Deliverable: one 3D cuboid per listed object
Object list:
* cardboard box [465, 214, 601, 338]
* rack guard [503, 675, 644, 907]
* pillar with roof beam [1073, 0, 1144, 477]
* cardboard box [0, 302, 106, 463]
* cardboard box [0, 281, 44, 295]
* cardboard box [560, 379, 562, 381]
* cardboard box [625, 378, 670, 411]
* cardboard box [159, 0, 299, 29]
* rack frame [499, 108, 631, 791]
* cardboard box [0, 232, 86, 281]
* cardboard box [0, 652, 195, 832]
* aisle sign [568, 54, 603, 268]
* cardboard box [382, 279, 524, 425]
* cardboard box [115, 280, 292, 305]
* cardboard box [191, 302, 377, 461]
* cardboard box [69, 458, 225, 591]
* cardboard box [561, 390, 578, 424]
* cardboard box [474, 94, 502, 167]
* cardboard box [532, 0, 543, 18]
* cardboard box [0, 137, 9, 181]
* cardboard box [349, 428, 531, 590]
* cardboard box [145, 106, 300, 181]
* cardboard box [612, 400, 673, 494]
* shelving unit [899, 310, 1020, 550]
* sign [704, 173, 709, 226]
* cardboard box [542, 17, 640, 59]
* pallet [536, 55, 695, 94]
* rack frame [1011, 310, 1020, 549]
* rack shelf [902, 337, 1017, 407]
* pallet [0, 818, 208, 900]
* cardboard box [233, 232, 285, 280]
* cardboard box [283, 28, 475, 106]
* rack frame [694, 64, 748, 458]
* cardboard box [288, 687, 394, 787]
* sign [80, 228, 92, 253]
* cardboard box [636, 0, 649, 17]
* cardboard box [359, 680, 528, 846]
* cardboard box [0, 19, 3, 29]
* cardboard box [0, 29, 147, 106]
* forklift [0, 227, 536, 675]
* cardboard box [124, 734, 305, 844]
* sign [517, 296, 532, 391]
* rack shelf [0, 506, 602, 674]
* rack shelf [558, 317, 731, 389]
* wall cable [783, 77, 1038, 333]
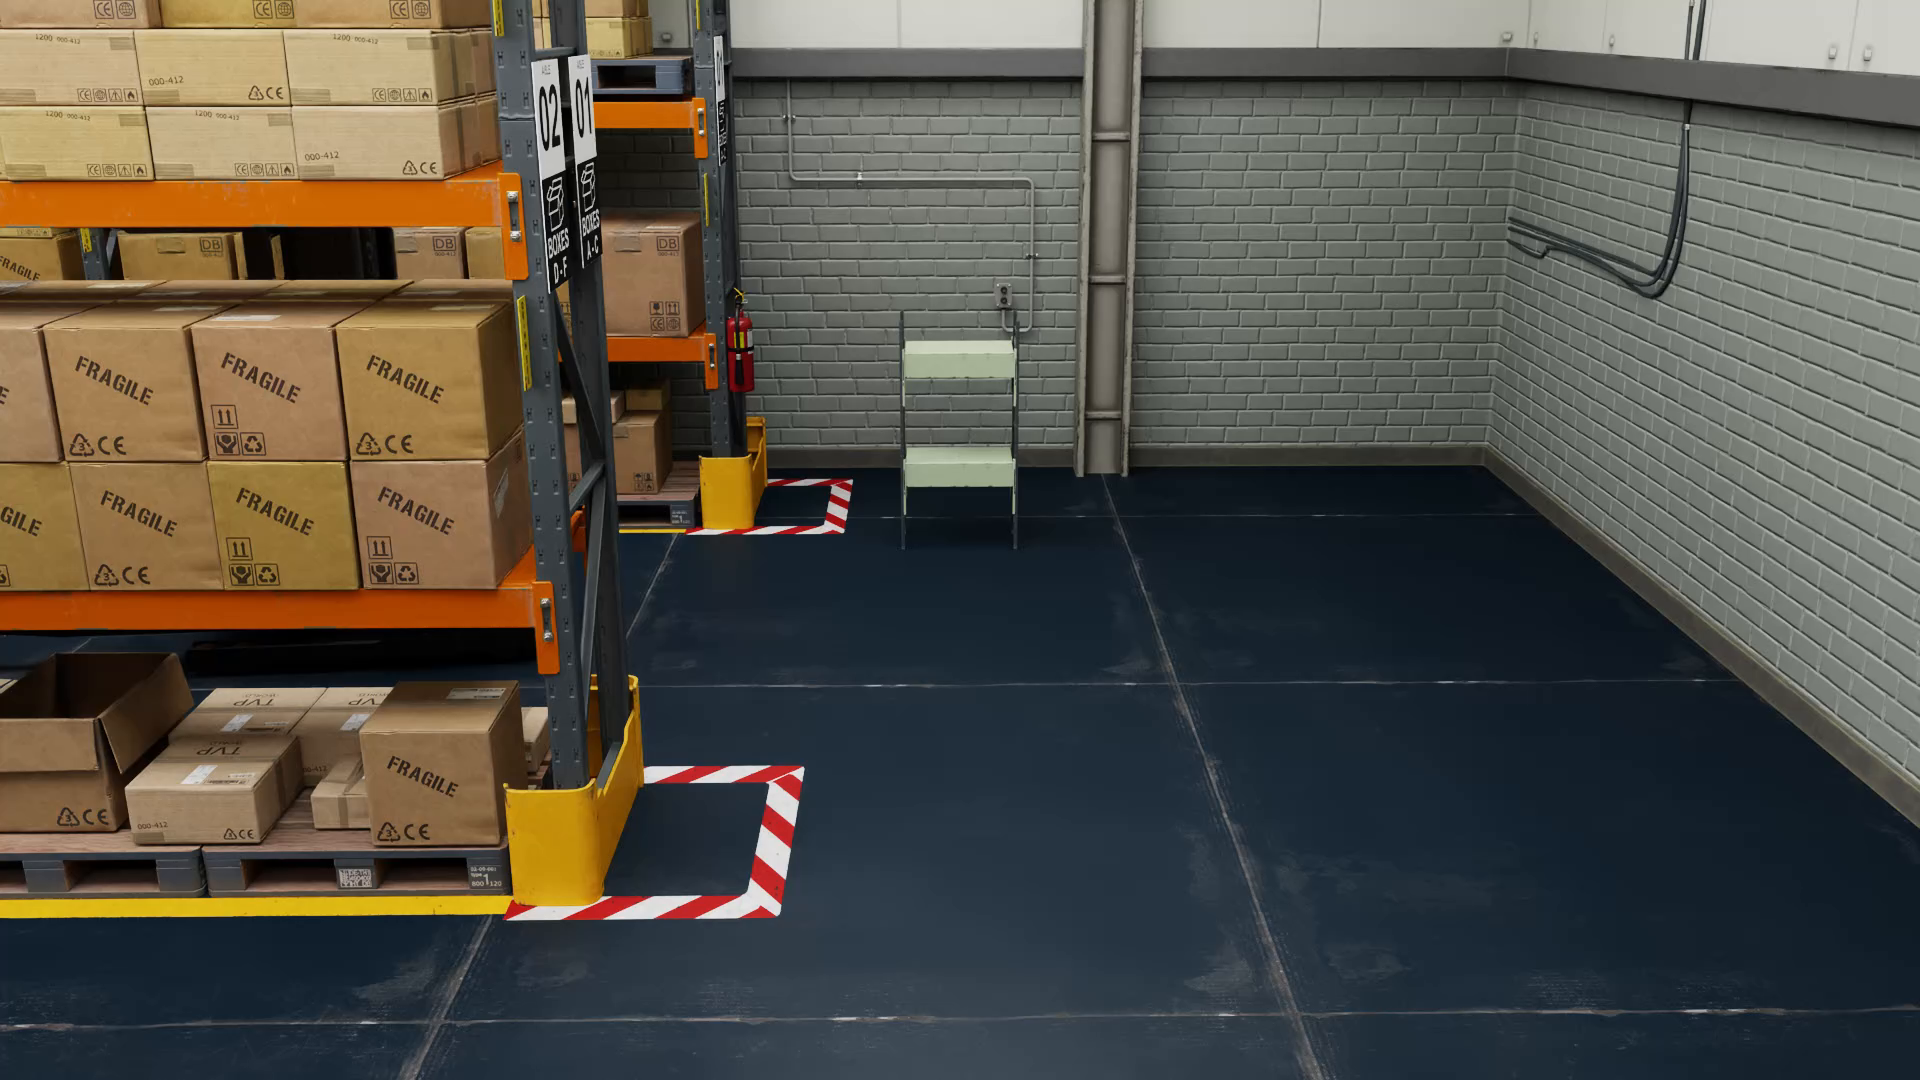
[{"bbox_3d":[-2.851,-1.808,11.282,0.700,0.700,0.980,0,18,-1],"label":"cardboard box"},{"bbox_3d":[-1.608,1.026,7.030,0.348,0.500,1.175,0,18,-1],"label":"rack guard"},{"bbox_3d":[1.140,-3.496,7.215,0.400,9.000,9.100,0,18,-1],"label":"pillar with roof beam"},{"bbox_3d":[-3.509,-0.593,6.185,0.500,0.500,0.500,0,18,1],"label":"cardboard box"},{"bbox_3d":[-4.014,-0.756,6.693,0.500,0.500,0.500,0,18,0],"label":"cardboard box"},{"bbox_3d":[-2.947,-1.020,11.660,0.250,0.149,0.380,0,18,0],"label":"cardboard box"},{"bbox_3d":[-2.190,-1.024,11.671,0.250,0.149,0.380,0,18,0],"label":"cardboard box"},{"bbox_3d":[-2.546,-2.133,6.073,0.500,0.500,0.700,0,18,-1],"label":"cardboard box"},{"bbox_3d":[-1.532,-0.165,6.650,0.127,3.000,1.000,0,18,-1],"label":"rack frame"},{"bbox_3d":[-6.071,-1.778,10.995,0.500,0.500,0.500,-1,18,-2],"label":"cardboard box"},{"bbox_3d":[-3.653,0.823,6.937,0.637,0.503,0.797,0,18,-1],"label":"cardboard box"},{"bbox_3d":[-1.468,-1.492,6.533,0.004,0.787,0.394,0,18,-1],"label":"aisle sign"},{"bbox_3d":[-1.980,-0.767,6.726,0.500,0.500,0.500,0,18,1],"label":"cardboard box"},{"bbox_3d":[-3.002,-0.761,6.708,0.500,0.500,0.500,0,18,0],"label":"cardboard box"},{"bbox_3d":[-2.477,-0.599,6.205,0.500,0.500,0.500,0,18,1],"label":"cardboard box"},{"bbox_3d":[-2.993,-0.123,6.355,0.500,0.500,0.500,0,18,0],"label":"cardboard box"},{"bbox_3d":[-2.693,-0.904,11.299,0.250,0.149,0.380,0,18,1],"label":"cardboard box"},{"bbox_3d":[-2.049,-1.597,6.449,0.500,0.250,0.500,0,18,-1],"label":"cardboard box"},{"bbox_3d":[-2.842,-3.553,10.469,0.500,0.500,0.500,0,18,1],"label":"cardboard box"},{"bbox_3d":[-3.541,-1.435,5.947,0.500,0.250,0.500,0,18,-1],"label":"cardboard box"},{"bbox_3d":[-1.975,-0.127,6.369,0.500,0.500,0.500,0,18,1],"label":"cardboard box"},{"bbox_3d":[-2.541,-1.439,5.959,0.500,0.250,0.500,0,18,-1],"label":"cardboard box"},{"bbox_3d":[-2.312,-0.653,11.578,0.500,0.500,0.700,0,18,-1],"label":"cardboard box"},{"bbox_3d":[-0.007,-0.714,10.818,0.755,1.500,0.431,0,18,-1],"label":"shelving unit"},{"bbox_3d":[-1.619,-2.176,10.636,0.005,0.325,0.100,0,18,-1],"label":"sign"},{"bbox_3d":[-2.342,-3.197,10.588,0.500,0.250,0.500,0,18,1],"label":"cardboard box"},{"bbox_3d":[-2.355,-3.057,10.900,1.213,0.211,1.003,0,18,-1],"label":"pallet"},{"bbox_3d":[0.359,-0.716,10.824,0.023,1.500,0.400,0,18,-1],"label":"rack frame"},{"bbox_3d":[-0.007,-1.086,10.699,0.720,0.370,0.431,0,18,-1],"label":"rack shelf"},{"bbox_3d":[-3.622,1.173,7.046,1.213,0.211,1.003,0,18,-1],"label":"pallet"},{"bbox_3d":[-4.341,-1.800,11.258,0.700,0.700,0.980,-1,18,-2],"label":"cardboard box"},{"bbox_3d":[-2.041,-1.679,5.888,0.500,0.250,0.500,0,18,-1],"label":"cardboard box"},{"bbox_3d":[-1.614,-1.677,11.366,0.127,3.000,1.000,0,18,-1],"label":"rack frame"},{"bbox_3d":[-2.580,0.854,7.257,0.500,0.250,0.500,0,18,-1],"label":"cardboard box"},{"bbox_3d":[-5.595,-2.006,10.625,0.005,0.325,0.100,0,18,-1],"label":"sign"},{"bbox_3d":[-2.347,-3.709,10.956,0.500,0.500,0.500,-1,18,-3],"label":"cardboard box"},{"bbox_3d":[-2.071,0.894,6.722,0.500,0.500,0.500,0,18,-1],"label":"cardboard box"},{"bbox_3d":[-3.546,-2.124,6.045,0.500,0.500,0.700,0,18,-1],"label":"cardboard box"},{"bbox_3d":[-3.041,-1.675,5.876,0.500,0.250,0.500,0,18,-1],"label":"cardboard box"},{"bbox_3d":[-3.771,-0.849,8.895,3.031,2.935,1.130,-2,18,-6],"label":"forklift"},{"bbox_3d":[-3.022,1.009,6.774,0.500,0.250,0.500,0,18,-1],"label":"cardboard box"},{"bbox_3d":[-1.543,-0.697,5.896,0.005,0.325,0.100,0,18,-1],"label":"sign"},{"bbox_3d":[-3.531,0.188,6.730,4.000,0.370,1.077,0,18,-1],"label":"rack shelf"},{"bbox_3d":[-3.613,-1.325,11.446,4.000,0.370,1.077,0,18,-1],"label":"rack shelf"},{"bbox_3d":[-0.348,-2.456,12.131,1.851,1.984,0.084,0,18,-1],"label":"wall cable"}]
